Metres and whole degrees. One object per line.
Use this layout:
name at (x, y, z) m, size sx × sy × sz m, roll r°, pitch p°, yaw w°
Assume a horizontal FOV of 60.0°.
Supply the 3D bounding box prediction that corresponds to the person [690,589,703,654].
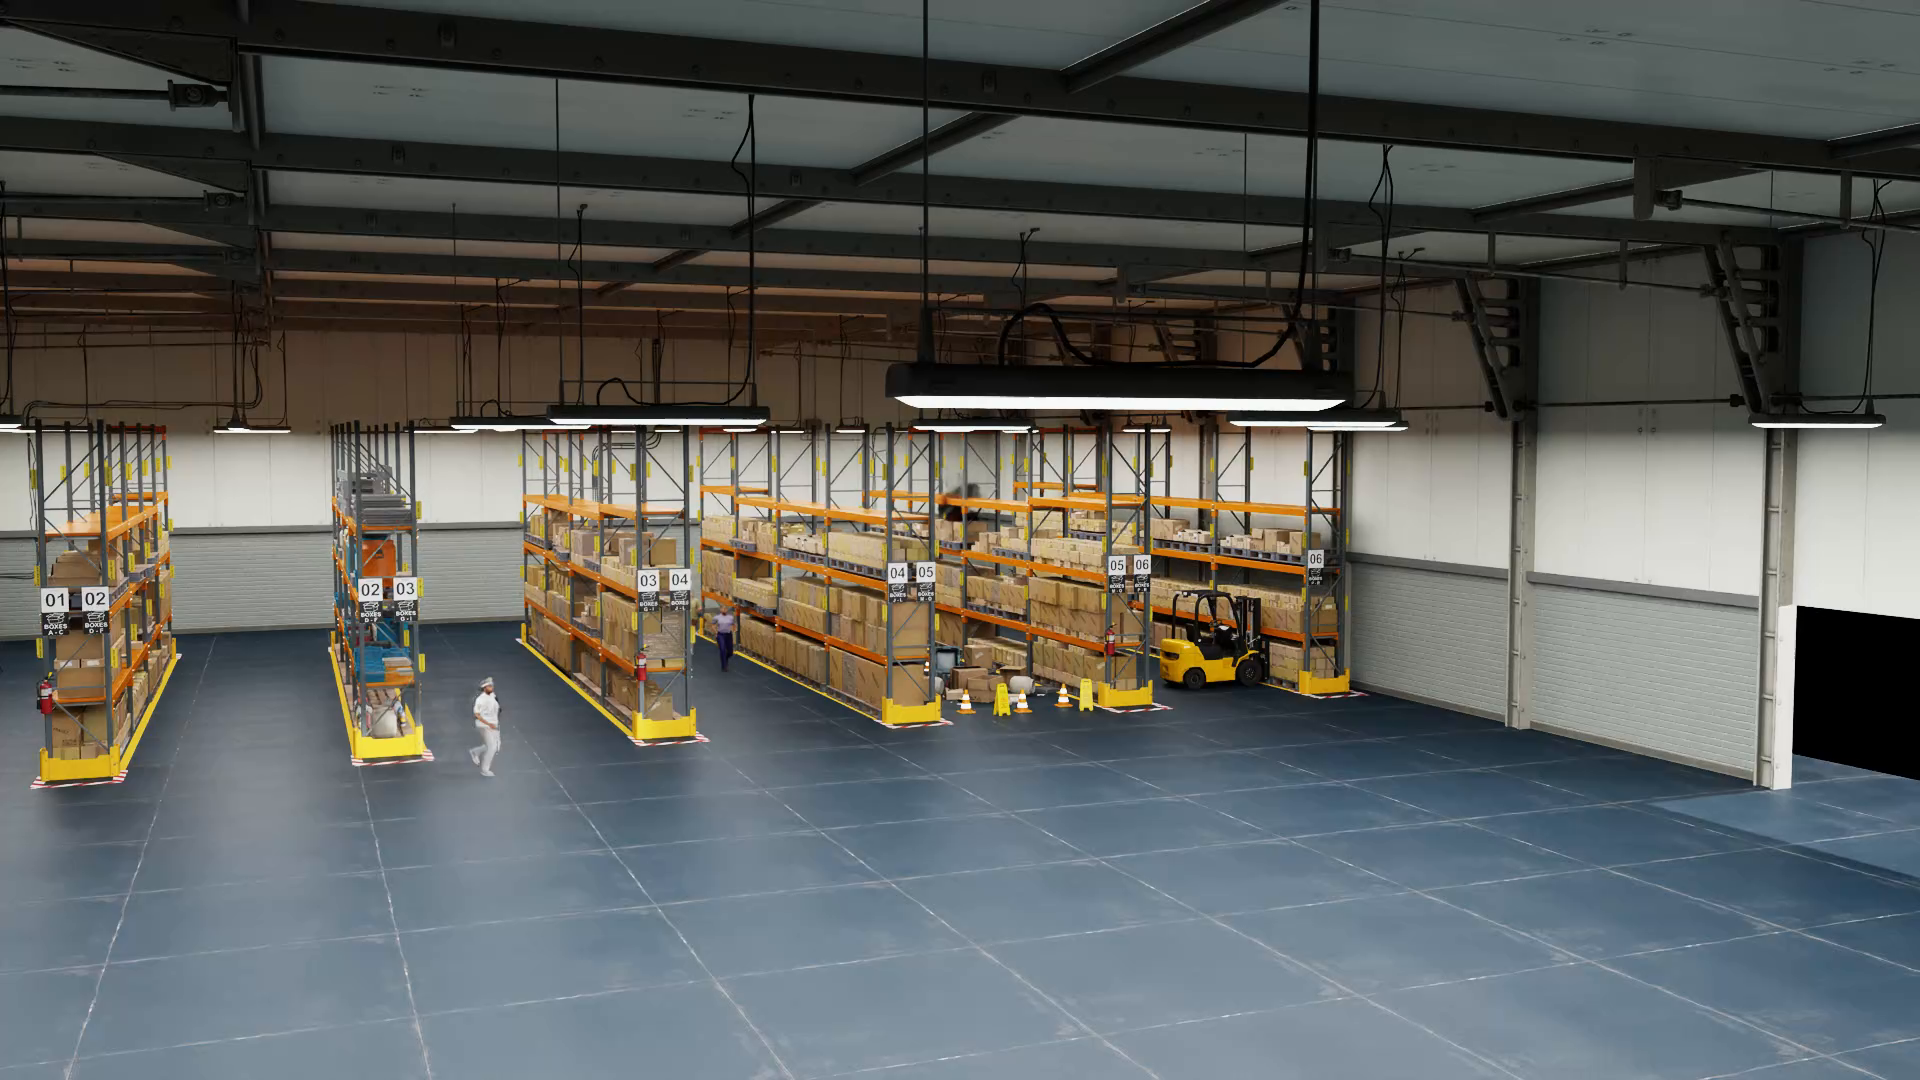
person at (-7.097, 2.133, 44.067) m, size 0.559 × 1.691 × 0.896 m, roll -1°, pitch 4°, yaw -17°

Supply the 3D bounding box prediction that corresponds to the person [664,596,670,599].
person at (-8.594, 1.882, 47.811) m, size 0.705 × 1.710 × 0.561 m, roll 2°, pitch 4°, yaw 23°

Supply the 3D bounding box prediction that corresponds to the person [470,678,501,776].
person at (-8.024, 3.145, 28.125) m, size 0.607 × 1.672 × 0.591 m, roll 1°, pitch 4°, yaw 17°

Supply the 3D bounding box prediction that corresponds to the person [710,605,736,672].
person at (-5.756, 2.380, 40.578) m, size 0.620 × 1.613 × 0.823 m, roll -1°, pitch 4°, yaw -22°
